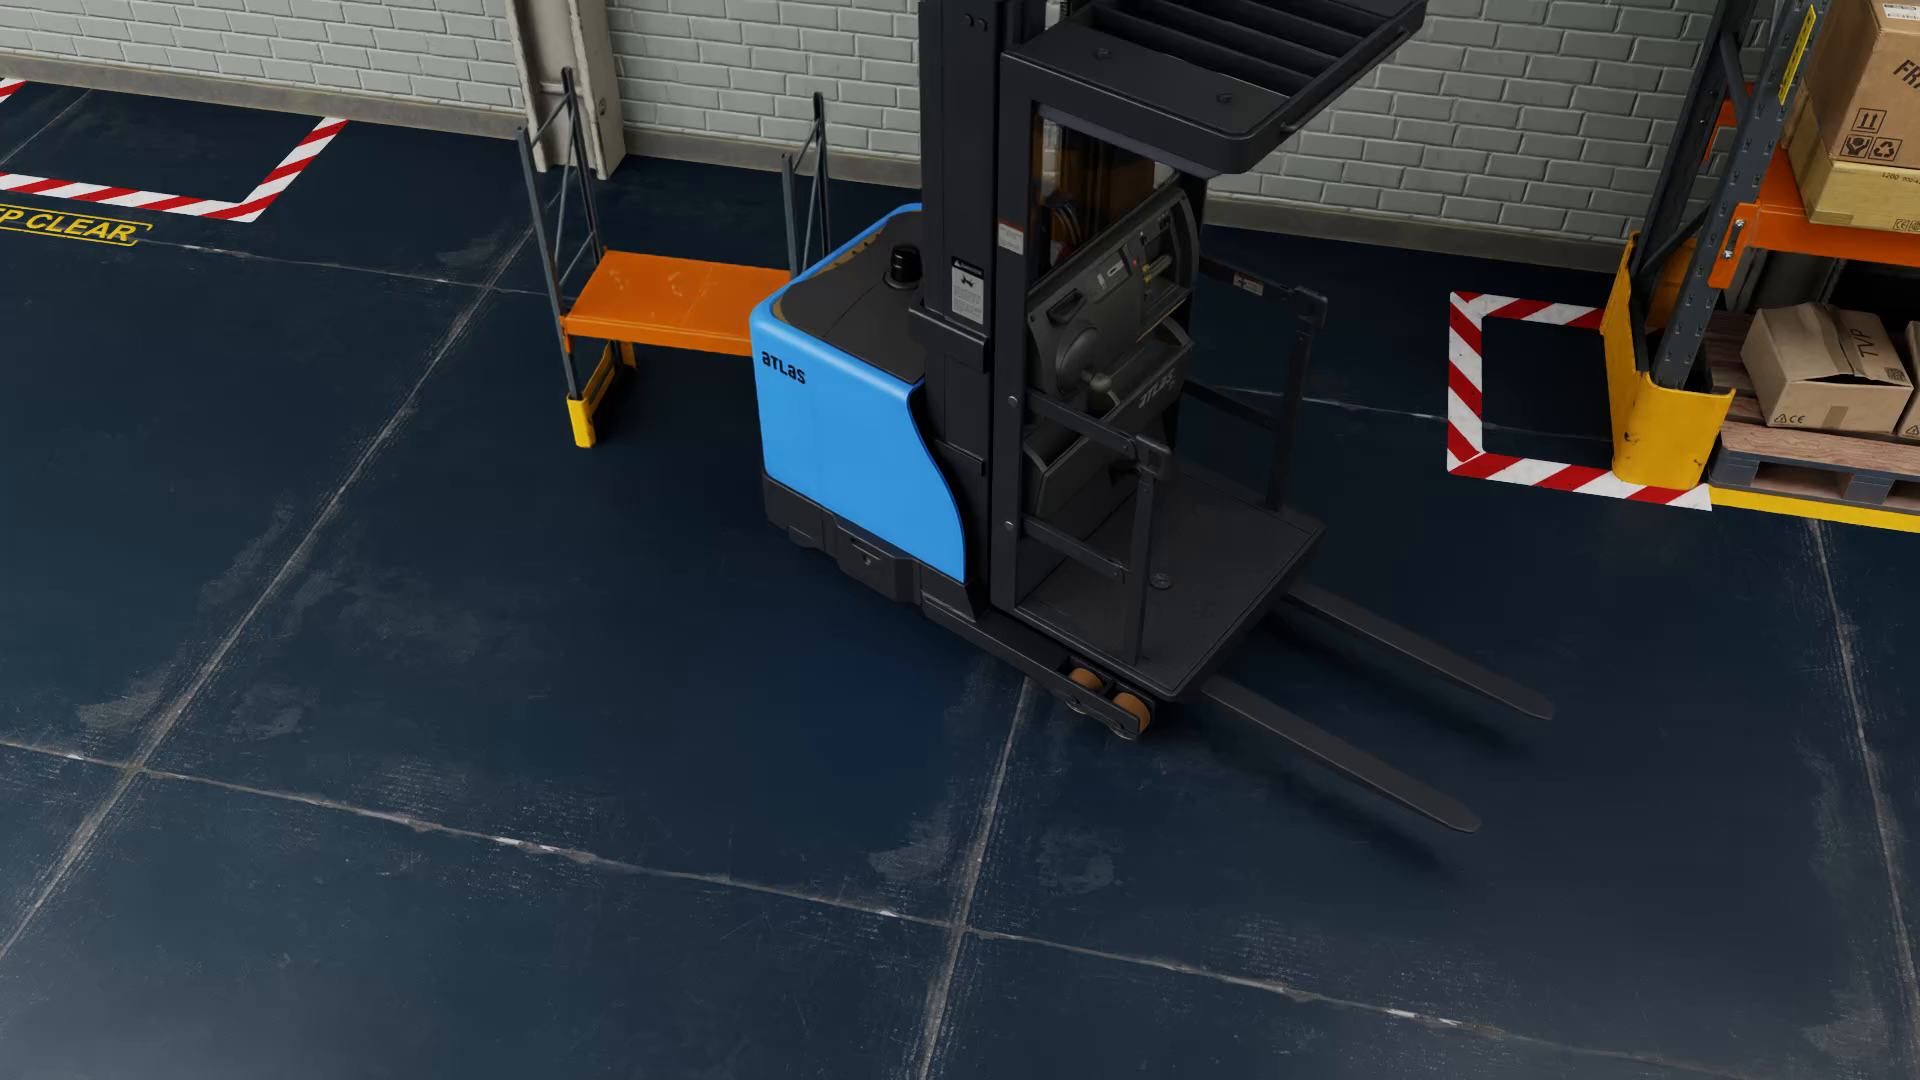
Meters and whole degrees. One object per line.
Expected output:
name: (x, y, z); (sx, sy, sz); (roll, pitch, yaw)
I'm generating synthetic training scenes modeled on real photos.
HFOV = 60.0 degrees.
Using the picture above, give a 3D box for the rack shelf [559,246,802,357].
rack shelf: (-1.086, -0.947, 6.912); (1.000, 0.185, 0.538); (8, 44, 8)

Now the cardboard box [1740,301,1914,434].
cardboard box: (3.632, -0.736, 6.973); (0.500, 0.311, 0.500); (4, 44, 4)

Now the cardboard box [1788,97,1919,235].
cardboard box: (3.383, -1.376, 6.110); (0.500, 0.250, 0.500); (8, 44, 8)

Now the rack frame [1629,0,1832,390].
rack frame: (2.976, -1.711, 6.365); (0.127, 3.000, 1.000); (9, 45, 9)

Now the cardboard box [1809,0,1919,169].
cardboard box: (3.377, -1.659, 5.864); (0.500, 0.500, 0.500); (9, 45, 9)

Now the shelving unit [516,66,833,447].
shelving unit: (-1.077, -1.076, 6.786); (1.083, 1.500, 0.587); (8, 44, 8)

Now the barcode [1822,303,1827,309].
barcode: (3.737, -1.007, 7.248); (0.075, 0.075, 0.001); (9, 45, 9)

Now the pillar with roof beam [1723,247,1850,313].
pillar with roof beam: (2.908, -1.439, 1.756); (0.400, 9.000, 9.100); (9, 45, 9)

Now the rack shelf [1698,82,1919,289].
rack shelf: (4.928, -1.149, 6.300); (4.000, 0.370, 1.077); (9, 45, 9)

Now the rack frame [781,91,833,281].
rack frame: (-0.587, -1.009, 6.717); (0.032, 1.500, 0.500); (8, 44, 8)

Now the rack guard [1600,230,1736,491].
rack guard: (3.050, -0.799, 7.220); (0.348, 0.500, 1.175); (9, 45, 9)

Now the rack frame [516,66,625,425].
rack frame: (-1.585, -1.145, 6.858); (0.032, 1.500, 0.500); (8, 44, 8)

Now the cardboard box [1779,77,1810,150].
cardboard box: (3.475, -1.725, 6.473); (0.500, 0.250, 0.500); (9, 45, 10)

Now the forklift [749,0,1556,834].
forklift: (0.685, -0.760, 5.426); (3.031, 2.935, 1.130); (28, 51, 26)

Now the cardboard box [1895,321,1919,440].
cardboard box: (4.188, -0.649, 6.883); (0.500, 0.311, 0.500); (12, 45, 12)

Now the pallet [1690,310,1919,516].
pallet: (3.836, -0.548, 7.168); (1.213, 0.211, 1.003); (9, 45, 9)

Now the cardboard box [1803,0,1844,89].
cardboard box: (3.483, -2.007, 6.225); (0.500, 0.500, 0.500); (8, 45, 9)

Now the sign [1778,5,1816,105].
sign: (2.858, -1.656, 5.683); (0.005, 0.325, 0.100); (9, 45, 9)

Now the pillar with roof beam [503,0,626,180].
pillar with roof beam: (-2.947, -2.347, 2.700); (0.400, 9.000, 9.100); (9, 45, 9)

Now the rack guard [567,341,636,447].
rack guard: (-1.566, -0.692, 7.289); (0.087, 0.250, 0.587); (8, 44, 8)
